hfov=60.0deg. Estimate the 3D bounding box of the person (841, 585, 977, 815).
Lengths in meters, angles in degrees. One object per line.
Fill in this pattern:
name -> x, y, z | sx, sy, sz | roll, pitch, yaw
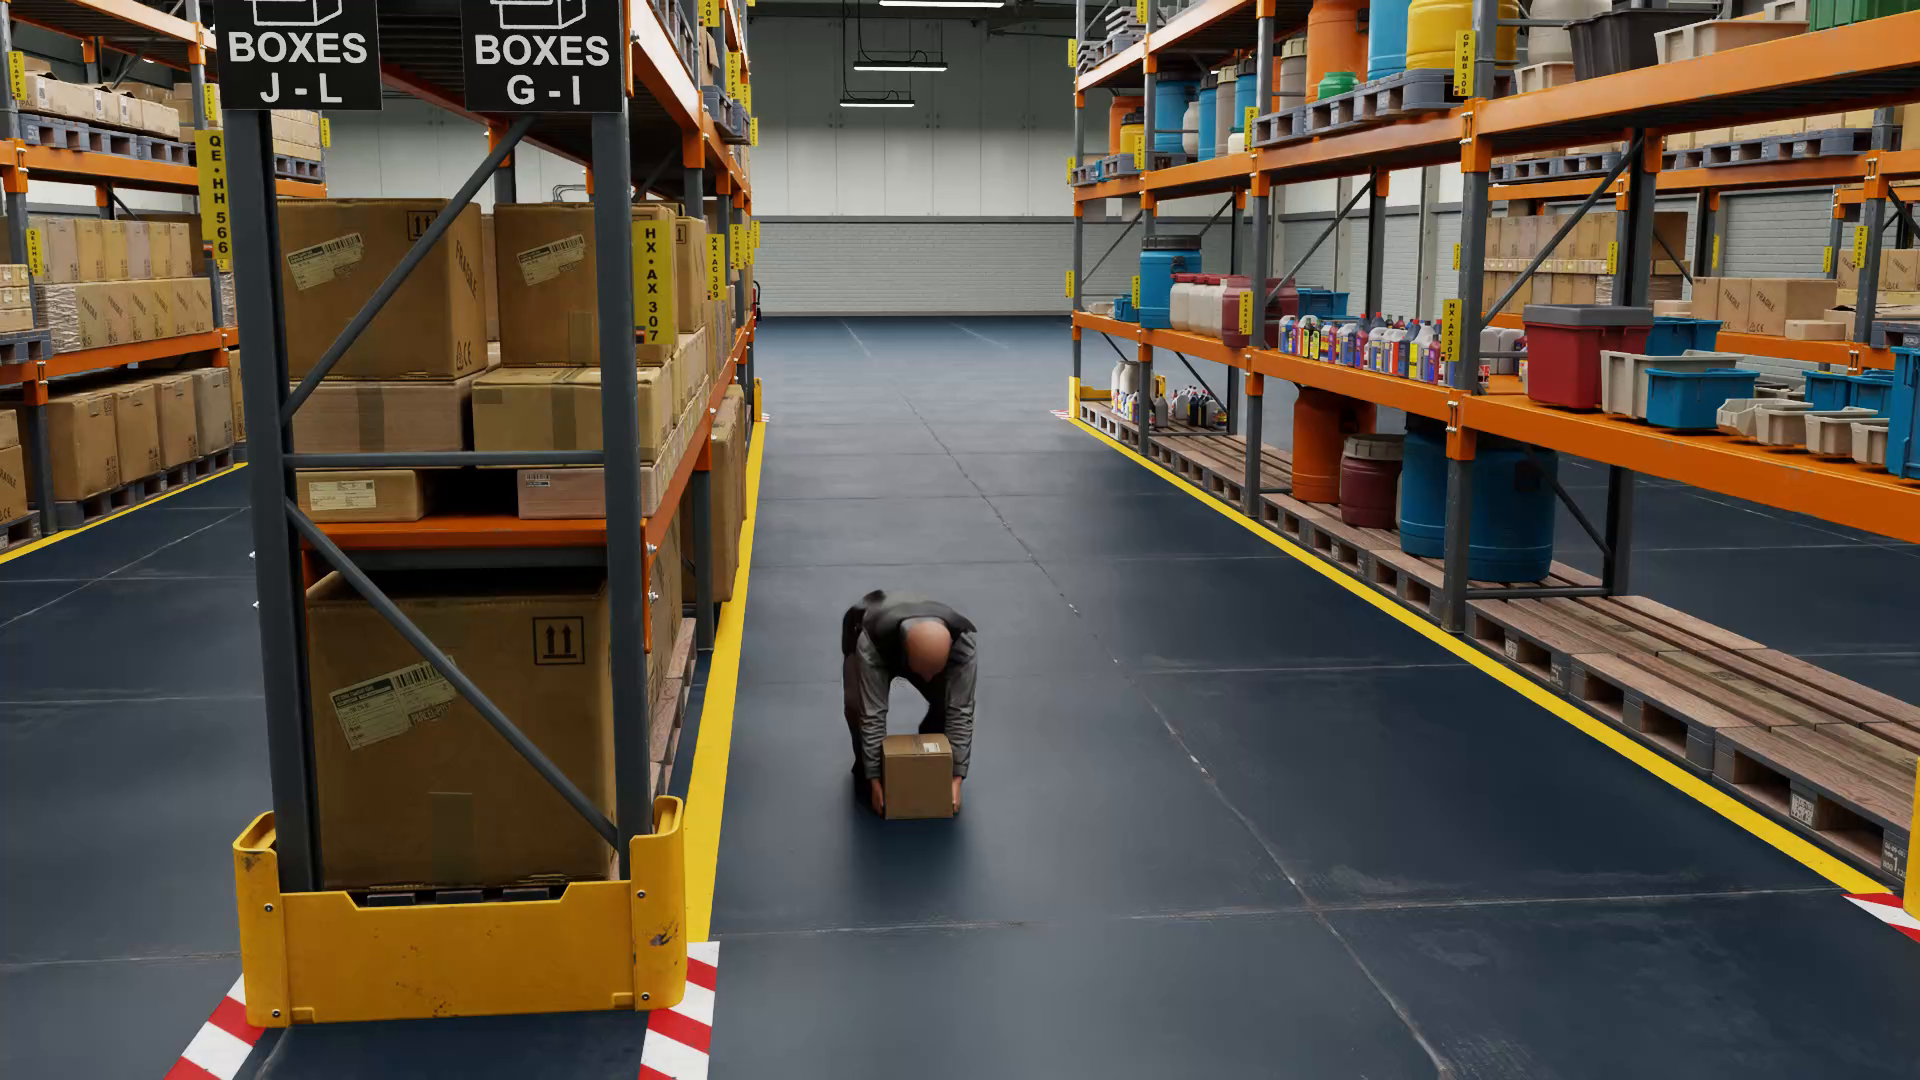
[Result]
person -> -0.202, 0.584, 6.471 | 0.510, 0.789, 0.936 | -1, 10, -7
